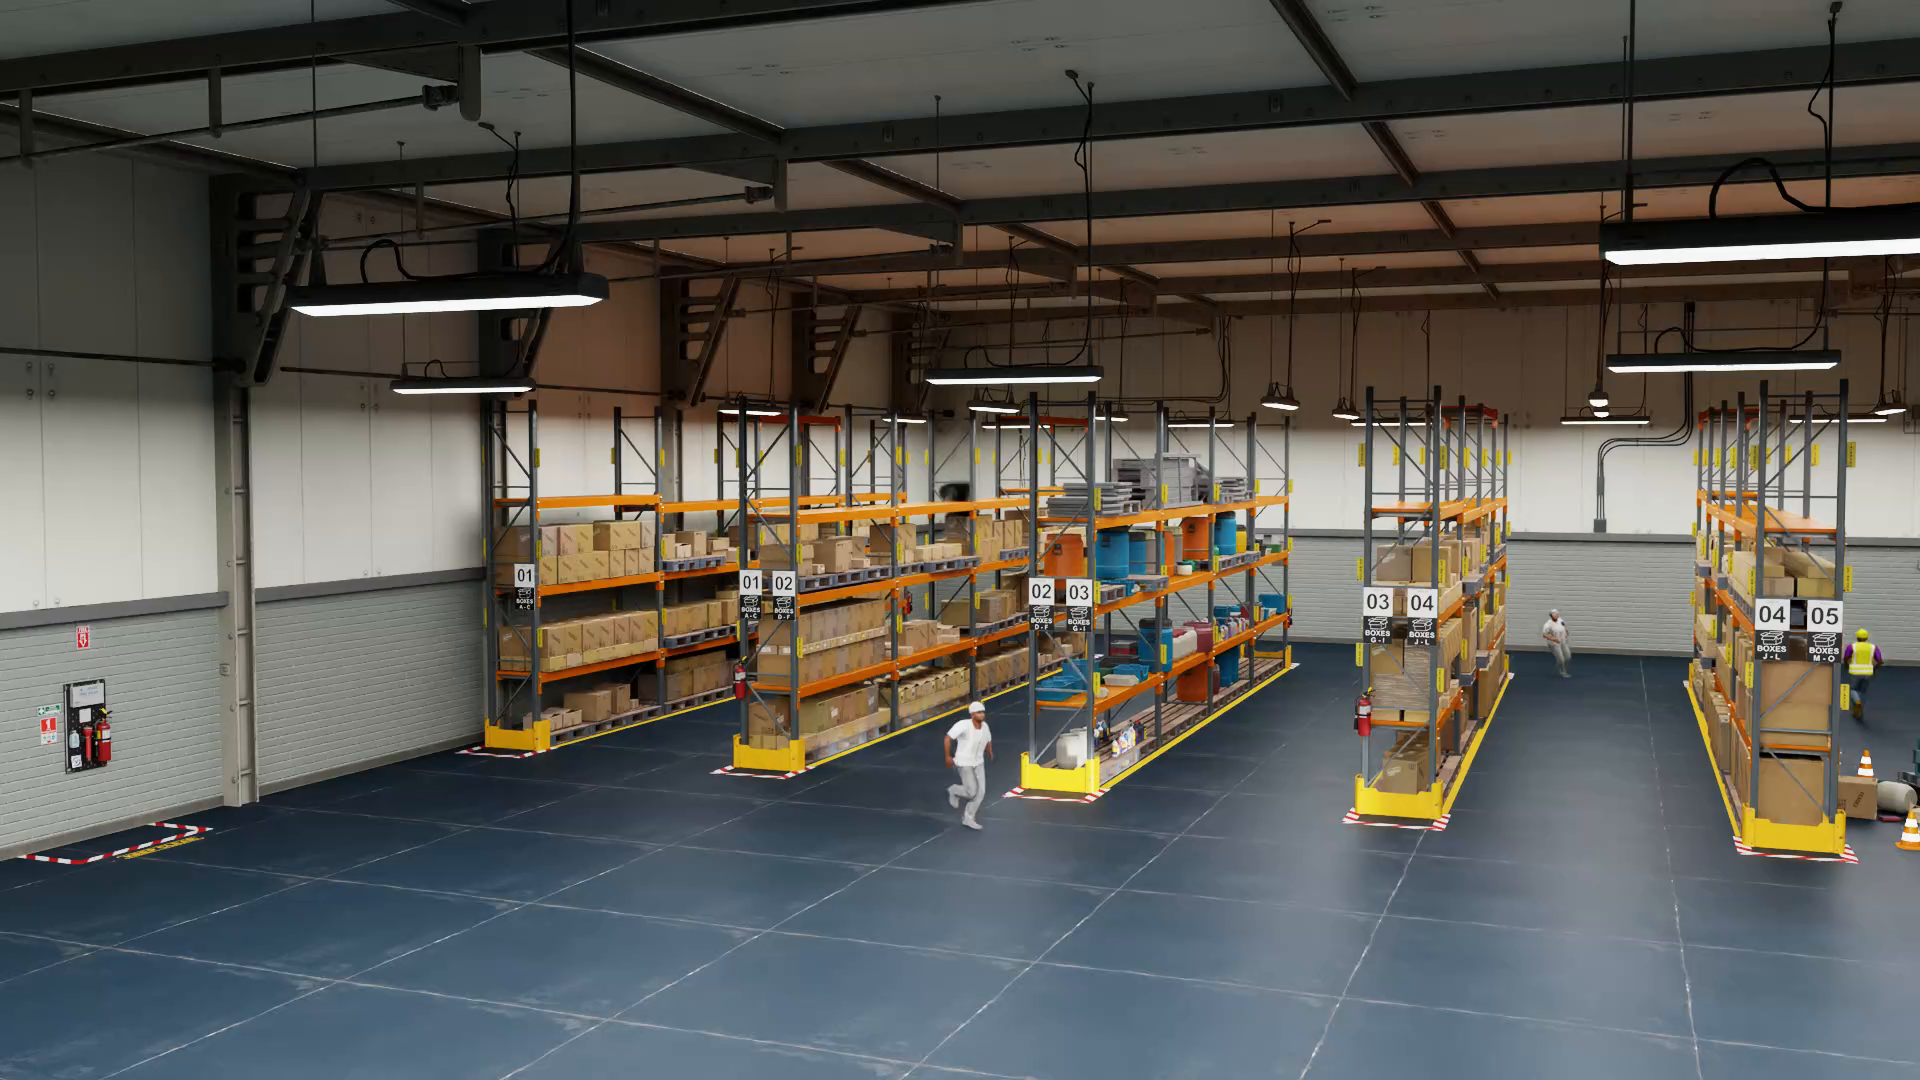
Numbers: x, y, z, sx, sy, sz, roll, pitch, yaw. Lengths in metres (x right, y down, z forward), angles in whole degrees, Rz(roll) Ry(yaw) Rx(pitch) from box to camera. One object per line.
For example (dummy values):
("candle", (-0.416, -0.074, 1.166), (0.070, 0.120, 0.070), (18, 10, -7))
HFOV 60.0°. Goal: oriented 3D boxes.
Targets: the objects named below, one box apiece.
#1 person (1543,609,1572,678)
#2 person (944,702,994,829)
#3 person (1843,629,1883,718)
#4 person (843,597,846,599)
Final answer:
("person", (13.653, 2.352, 37.910), (0.803, 1.576, 0.625), (-1, 3, -18))
("person", (0.120, 3.047, 22.634), (0.741, 1.717, 0.698), (-2, 4, -39))
("person", (17.299, 2.567, 31.913), (0.686, 1.720, 0.589), (1, 3, 14))
("person", (-2.386, 2.128, 34.565), (0.631, 1.875, 0.707), (1, 3, 18))
